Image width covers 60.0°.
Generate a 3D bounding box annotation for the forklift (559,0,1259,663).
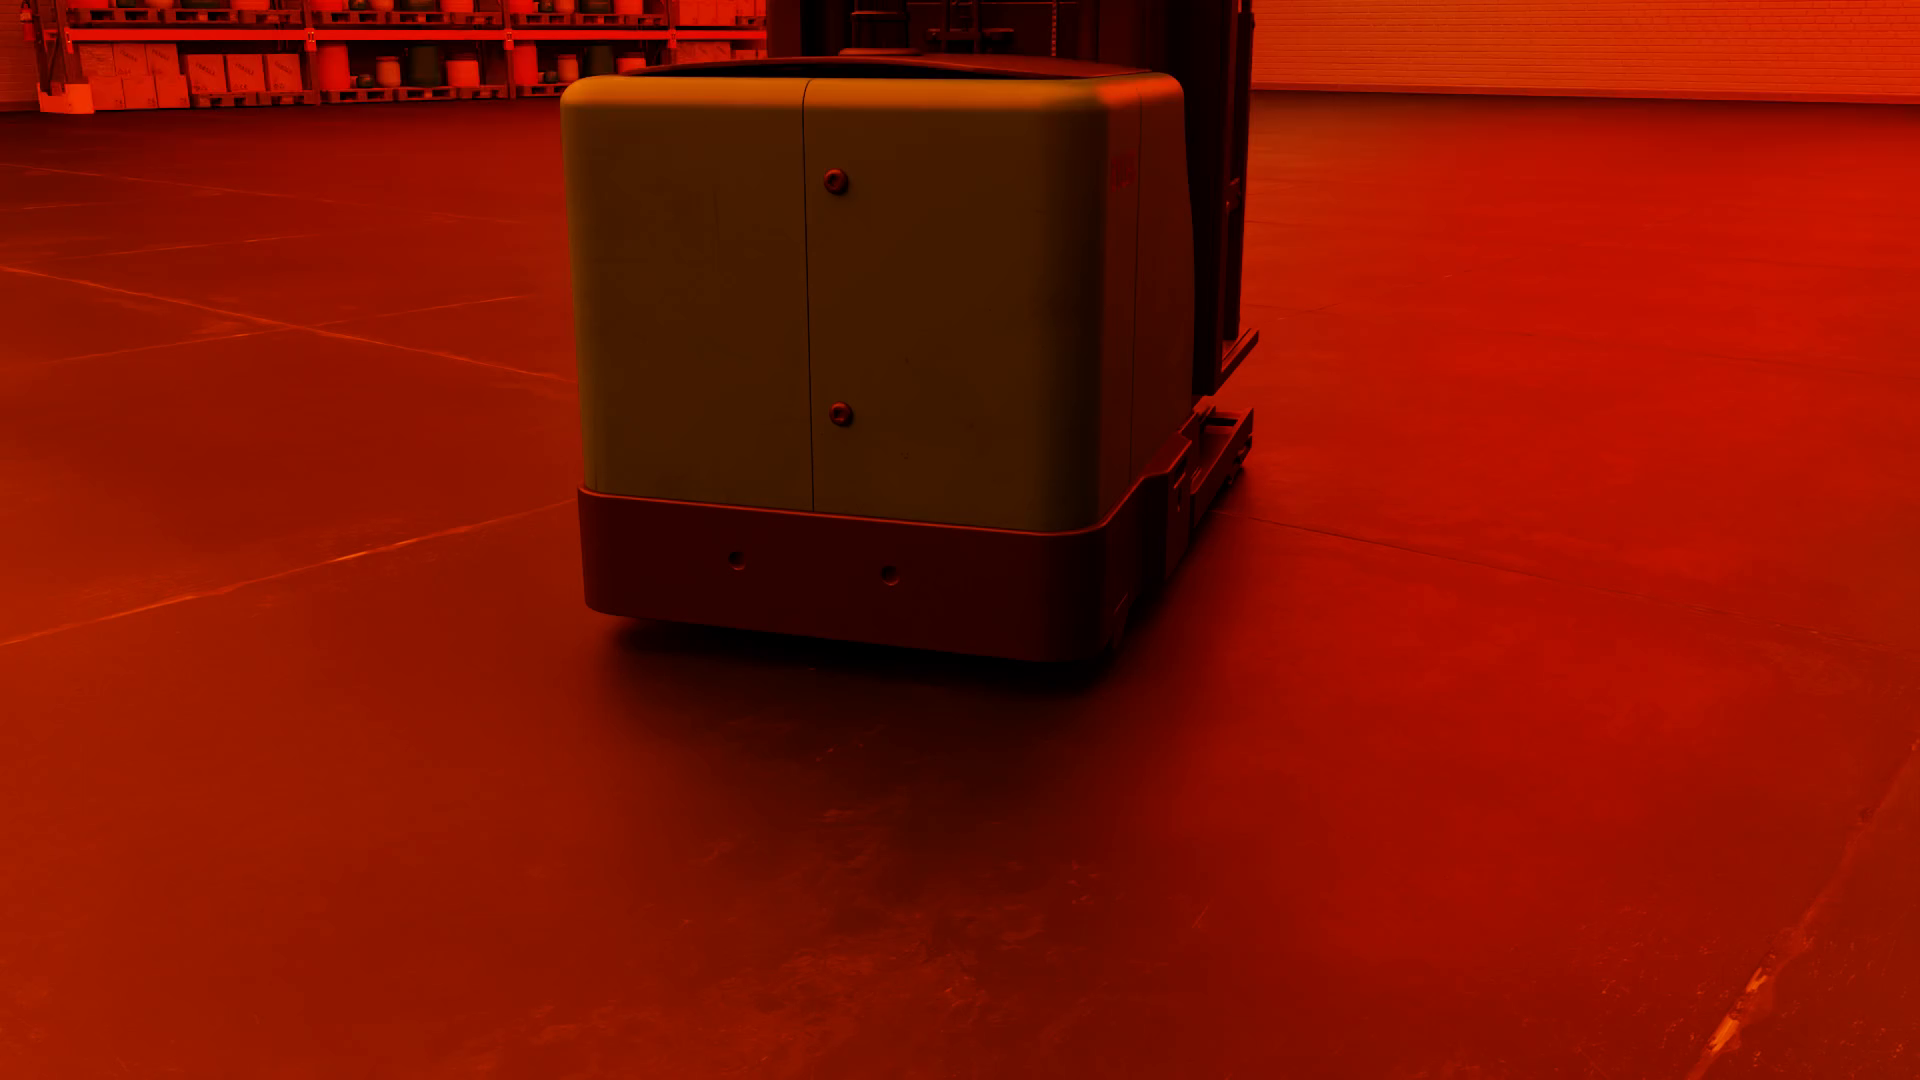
[{"bbox_3d":[0.182,-1.571,4.072,1.130,2.935,3.031,5,18,17],"label":"forklift"}]
